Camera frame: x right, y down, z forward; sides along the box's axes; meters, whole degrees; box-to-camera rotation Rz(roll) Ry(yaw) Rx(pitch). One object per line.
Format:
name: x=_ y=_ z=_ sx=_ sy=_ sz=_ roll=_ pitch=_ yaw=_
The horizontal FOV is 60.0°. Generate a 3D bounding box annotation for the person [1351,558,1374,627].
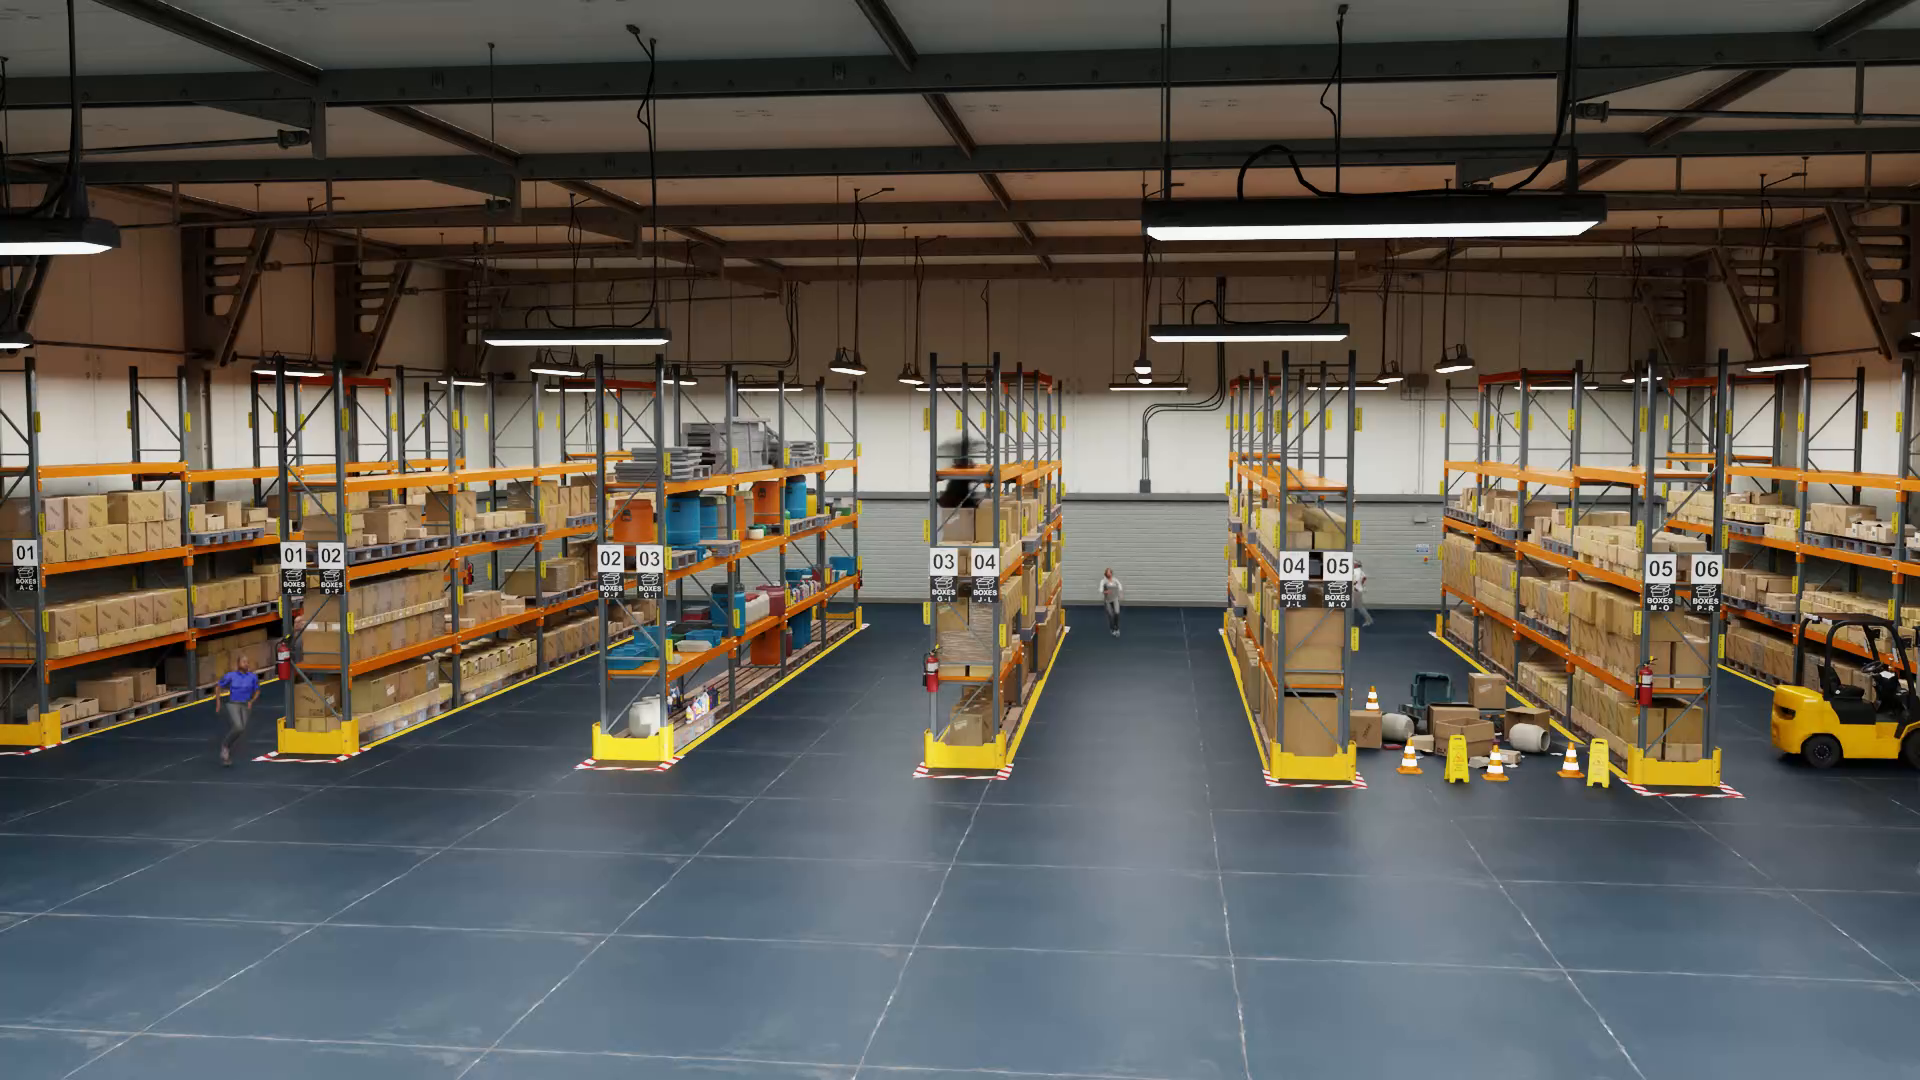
person: x=9.650 y=1.300 z=40.395 sx=0.766 sy=1.748 sz=0.560 roll=1 pitch=4 yaw=8

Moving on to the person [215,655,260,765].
person: x=-10.516 y=2.484 z=24.307 sx=0.595 sy=1.585 sz=0.561 roll=-4 pitch=5 yaw=-42

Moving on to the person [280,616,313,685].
person: x=-11.071 y=2.146 z=27.949 sx=0.710 sy=1.746 sz=0.833 roll=0 pitch=4 yaw=1

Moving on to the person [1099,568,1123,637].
person: x=3.538 y=1.463 z=38.989 sx=0.564 sy=1.607 sz=0.595 roll=0 pitch=4 yaw=2
